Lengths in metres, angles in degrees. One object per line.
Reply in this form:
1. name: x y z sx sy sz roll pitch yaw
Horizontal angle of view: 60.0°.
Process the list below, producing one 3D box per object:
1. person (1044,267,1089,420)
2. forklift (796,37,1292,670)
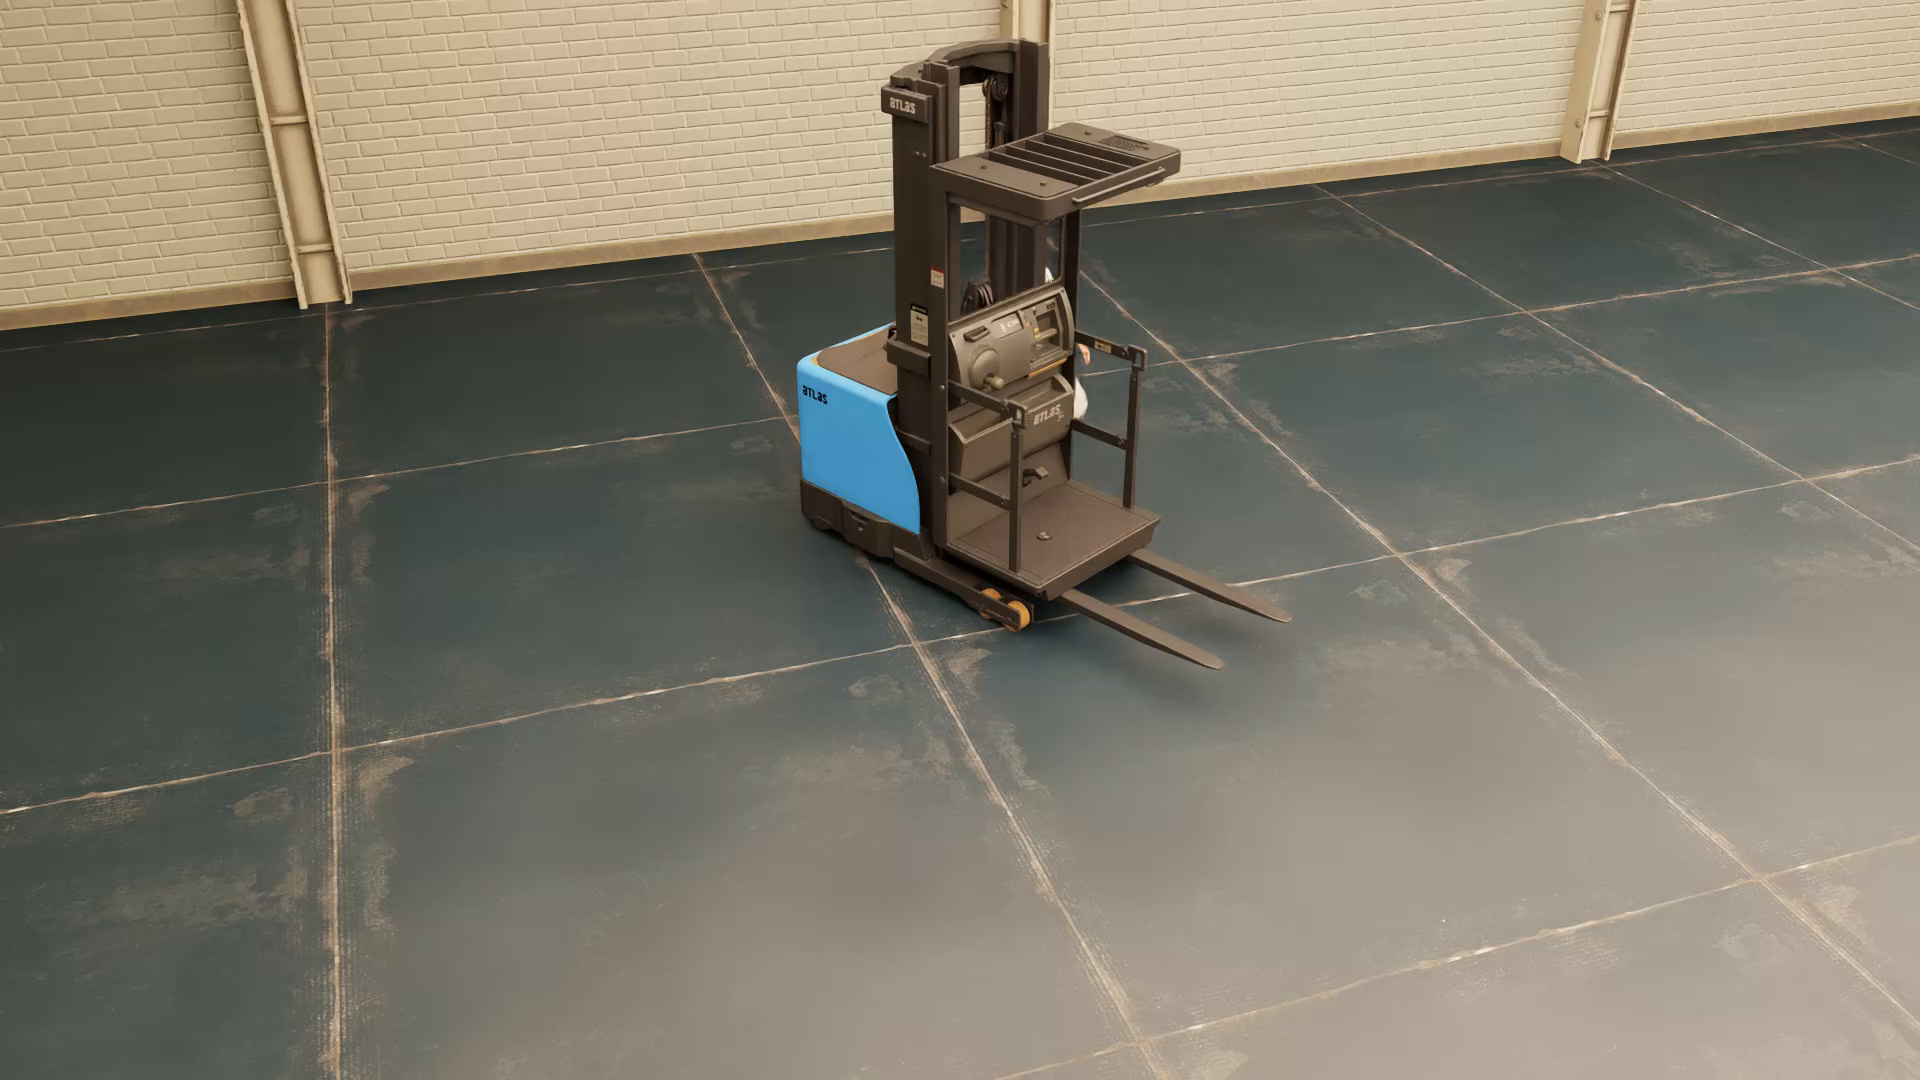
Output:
1. person: 0.412 -1.099 10.267 0.819 1.605 0.637 -21 36 -32
2. forklift: 0.443 -1.061 8.931 3.031 2.935 1.130 25 38 37
